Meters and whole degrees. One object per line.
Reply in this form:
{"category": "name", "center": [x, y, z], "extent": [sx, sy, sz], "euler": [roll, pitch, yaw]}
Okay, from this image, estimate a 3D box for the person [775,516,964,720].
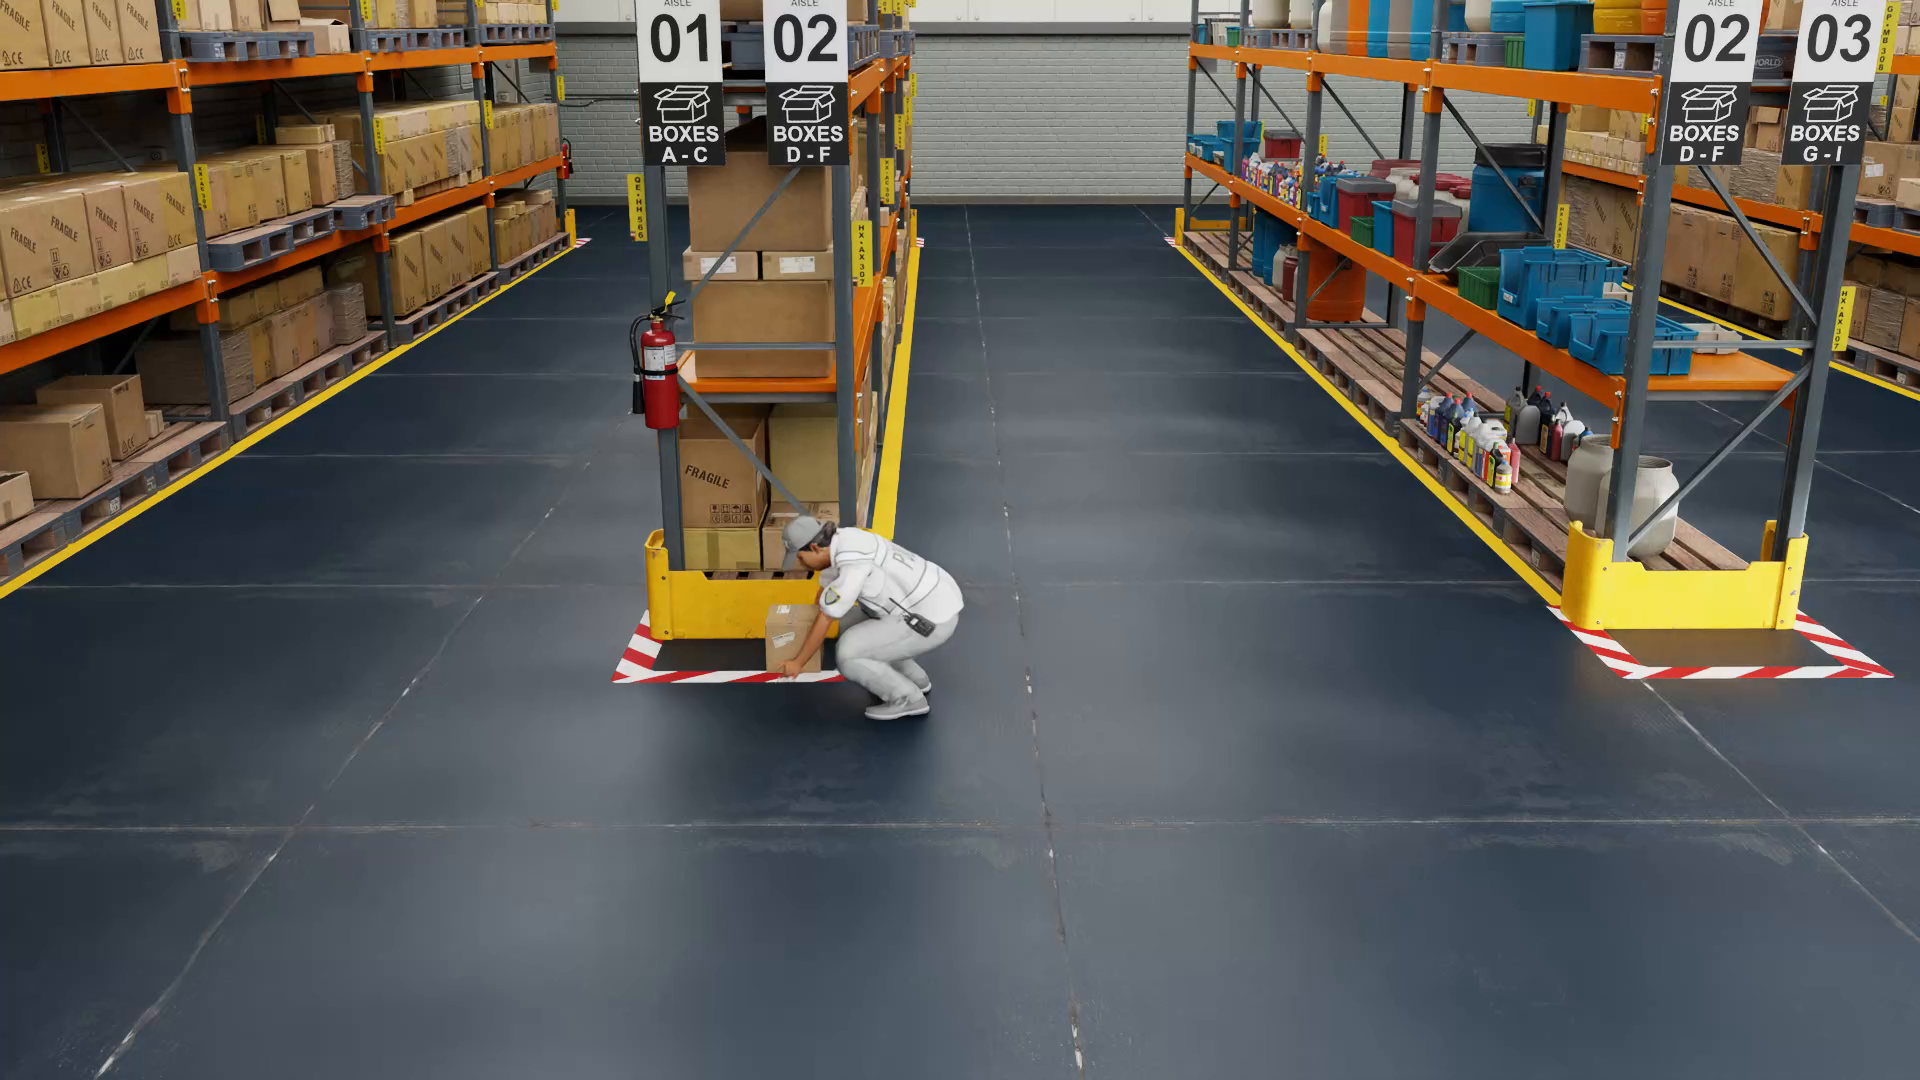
{"category": "person", "center": [-0.422, 0.330, 7.715], "extent": [0.876, 0.948, 0.512], "euler": [-1, 17, -2]}
